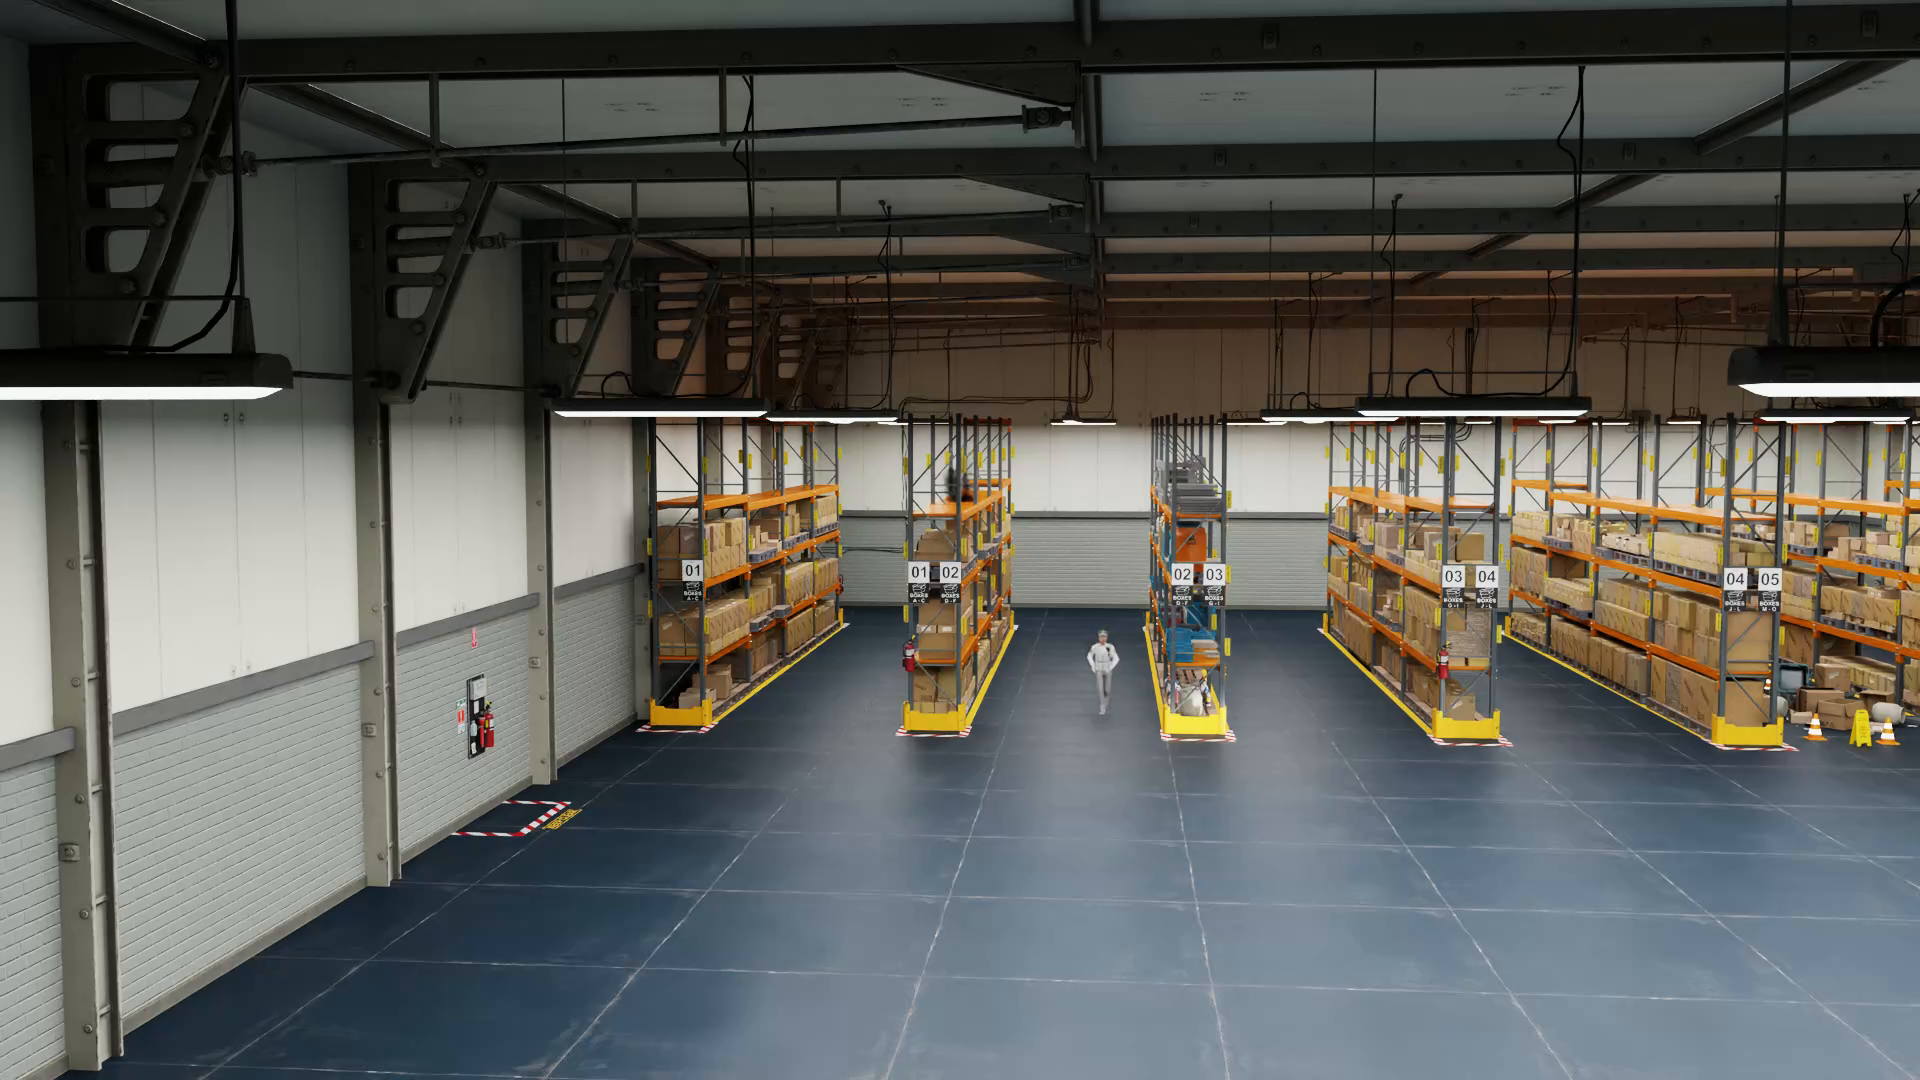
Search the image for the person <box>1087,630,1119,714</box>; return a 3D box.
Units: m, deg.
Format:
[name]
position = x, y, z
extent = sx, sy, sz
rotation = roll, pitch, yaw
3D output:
[person]
position = 2.878, 2.633, 33.480
extent = 0.635, 1.670, 0.760
rotation = 0, 4, 4
